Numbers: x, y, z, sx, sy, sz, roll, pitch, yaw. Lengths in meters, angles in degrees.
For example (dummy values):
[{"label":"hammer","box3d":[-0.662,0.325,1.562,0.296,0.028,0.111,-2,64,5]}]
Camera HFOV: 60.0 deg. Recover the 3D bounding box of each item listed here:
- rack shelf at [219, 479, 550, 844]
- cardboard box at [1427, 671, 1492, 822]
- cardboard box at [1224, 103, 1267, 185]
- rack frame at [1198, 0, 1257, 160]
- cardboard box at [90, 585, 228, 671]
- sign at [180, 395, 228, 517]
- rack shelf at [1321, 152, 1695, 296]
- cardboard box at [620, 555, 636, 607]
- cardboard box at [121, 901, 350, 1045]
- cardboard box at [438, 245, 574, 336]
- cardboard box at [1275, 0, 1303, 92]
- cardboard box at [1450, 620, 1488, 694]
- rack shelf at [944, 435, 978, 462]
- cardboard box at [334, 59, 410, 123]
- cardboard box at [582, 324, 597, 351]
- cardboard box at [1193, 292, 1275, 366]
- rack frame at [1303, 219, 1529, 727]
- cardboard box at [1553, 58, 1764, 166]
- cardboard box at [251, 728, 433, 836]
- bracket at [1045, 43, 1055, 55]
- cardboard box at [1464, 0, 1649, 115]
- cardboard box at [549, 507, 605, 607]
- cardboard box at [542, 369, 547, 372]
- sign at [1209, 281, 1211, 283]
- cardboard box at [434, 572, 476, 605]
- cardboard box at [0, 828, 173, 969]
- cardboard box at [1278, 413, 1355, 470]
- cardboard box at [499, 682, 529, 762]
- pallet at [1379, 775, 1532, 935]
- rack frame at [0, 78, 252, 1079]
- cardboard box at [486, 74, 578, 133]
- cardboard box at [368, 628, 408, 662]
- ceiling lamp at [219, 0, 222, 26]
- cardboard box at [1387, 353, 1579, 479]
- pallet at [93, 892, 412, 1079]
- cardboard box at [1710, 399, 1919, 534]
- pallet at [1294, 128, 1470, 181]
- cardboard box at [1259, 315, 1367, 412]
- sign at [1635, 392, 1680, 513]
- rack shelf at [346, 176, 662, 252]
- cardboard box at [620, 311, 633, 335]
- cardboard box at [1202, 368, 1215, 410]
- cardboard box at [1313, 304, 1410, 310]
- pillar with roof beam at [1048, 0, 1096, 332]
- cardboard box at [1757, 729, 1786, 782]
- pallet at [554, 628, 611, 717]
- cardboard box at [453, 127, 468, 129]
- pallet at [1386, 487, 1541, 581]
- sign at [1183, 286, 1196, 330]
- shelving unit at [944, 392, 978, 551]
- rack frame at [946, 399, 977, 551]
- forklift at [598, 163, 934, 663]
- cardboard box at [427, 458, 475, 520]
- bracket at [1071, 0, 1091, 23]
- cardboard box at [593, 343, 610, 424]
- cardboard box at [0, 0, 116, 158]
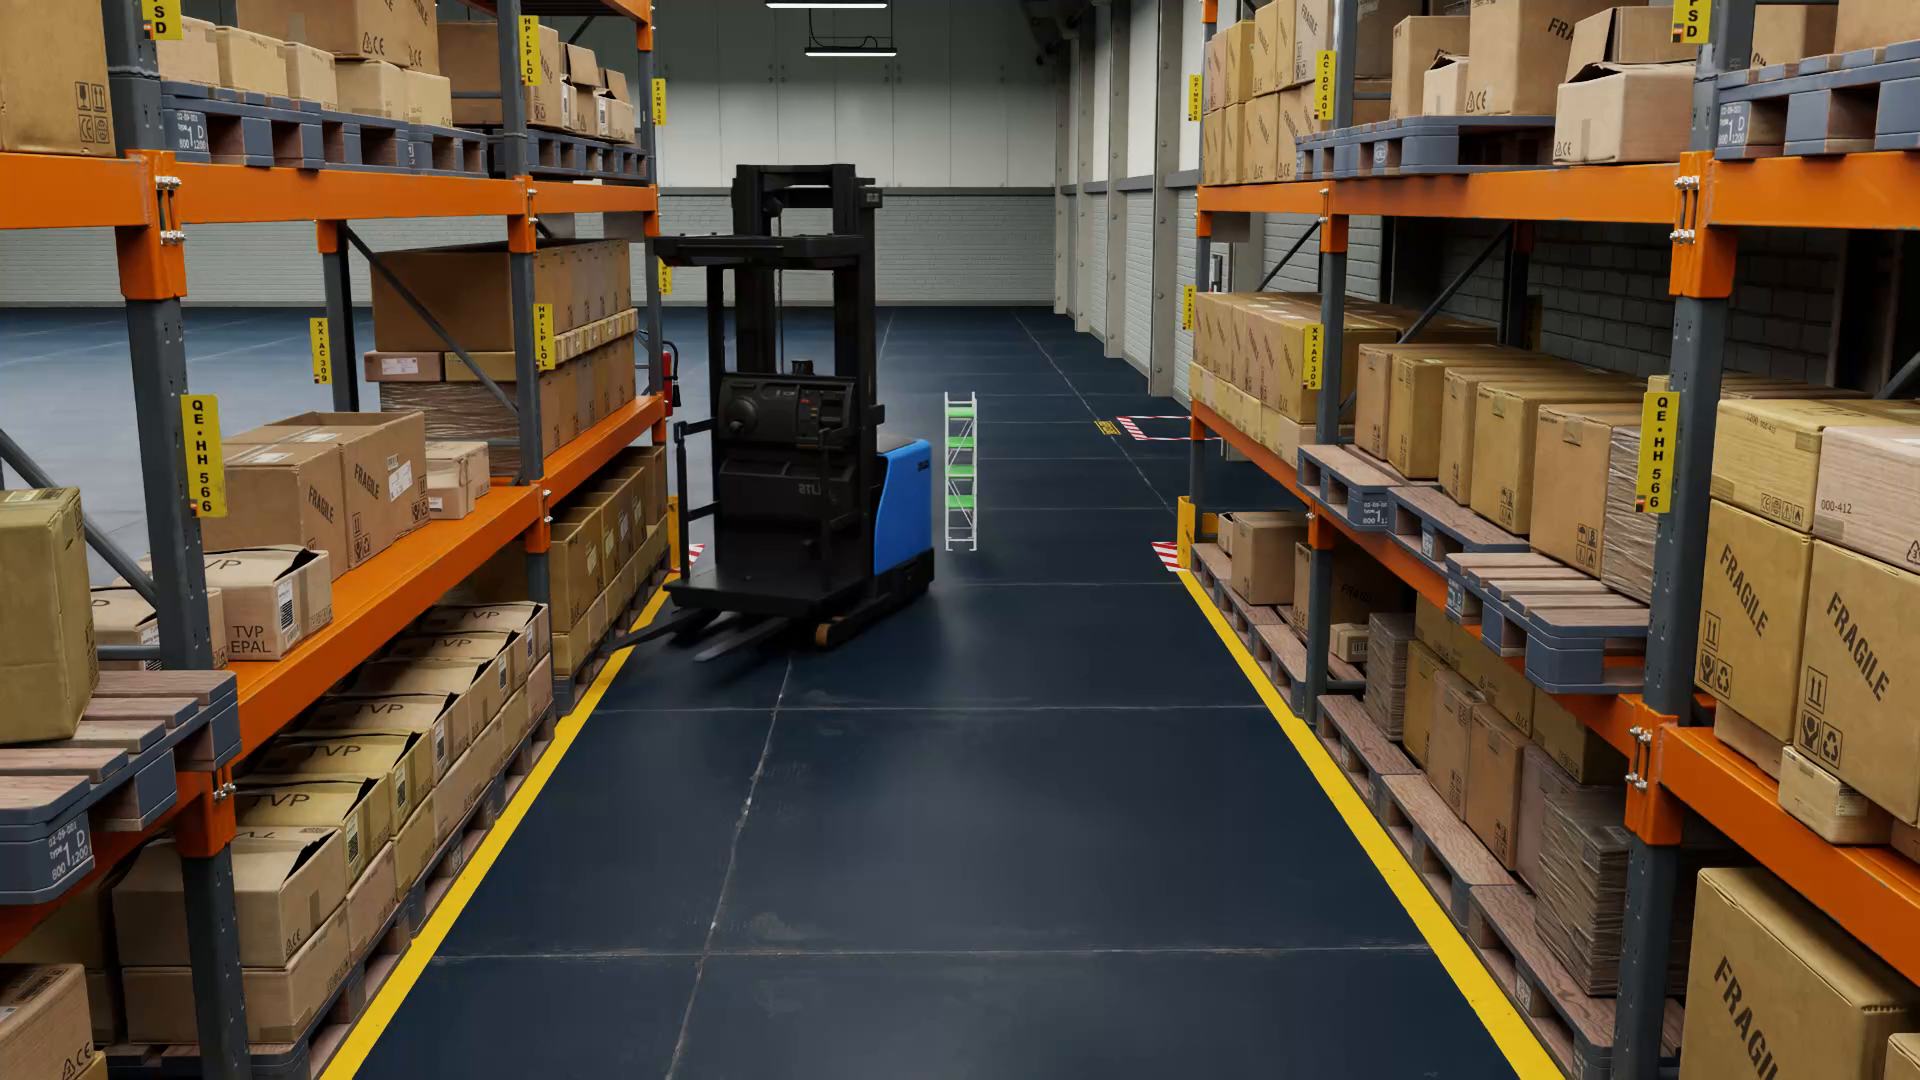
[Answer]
[{"label":"rack shelf","box3d":[-2.582,0.267,6.507,1.077,0.370,4.000,0,11,-1]},{"label":"cardboard box","box3d":[2.392,0.856,6.977,0.700,0.500,0.500,0,11,-1]},{"label":"cardboard box","box3d":[1.994,-2.550,10.739,0.500,0.500,0.500,0,11,1]},{"label":"rack frame","box3d":[2.247,-4.239,11.821,1.000,3.000,0.127,0,11,-1]},{"label":"cardboard box","box3d":[-2.505,0.284,4.842,0.500,0.311,0.500,0,11,2]},{"label":"sign","box3d":[-1.998,-0.220,4.388,0.100,0.325,0.005,0,11,-1]},{"label":"rack shelf","box3d":[2.370,-1.224,6.312,1.077,0.370,4.000,0,11,-1]},{"label":"cardboard box","box3d":[-2.357,0.267,10.557,0.500,0.250,0.500,0,11,-1]},{"label":"cardboard box","box3d":[-2.258,1.349,5.226,0.500,0.250,0.500,0,11,-1]},{"label":"cardboard box","box3d":[-2.660,-1.456,9.676,0.700,0.500,0.500,0,11,-1]},{"label":"cardboard box","box3d":[2.026,-2.731,9.114,0.500,0.500,0.500,0,11,2]},{"label":"cardboard box","box3d":[2.388,0.475,6.967,0.500,0.250,0.500,-1,11,-3]},{"label":"rack shelf","box3d":[0.003,-0.728,13.243,0.258,0.148,0.480,0,11,-1]},{"label":"cardboard box","box3d":[-2.606,-1.853,6.928,0.500,0.250,0.500,-1,12,-7]},{"label":"cardboard box","box3d":[-2.473,-1.261,10.349,0.380,0.149,0.250,0,11,-2]},{"label":"cardboard box","box3d":[1.956,-1.507,11.882,0.500,0.500,0.500,0,11,-1]},{"label":"rack frame","box3d":[2.329,-0.504,8.499,1.000,3.000,0.127,0,11,-1]},{"label":"cardboard box","box3d":[2.127,-1.287,4.988,0.500,0.311,0.500,0,11,-1]},{"label":"cardboard box","box3d":[-2.285,0.868,6.185,0.500,0.311,0.500,-1,11,-3]},{"label":"bracket","box3d":[2.160,-11.747,39.776,0.235,0.232,0.430,0,11,-1]},{"label":"cardboard box","box3d":[2.286,-1.875,6.403,0.500,0.500,0.500,-1,11,-3]},{"label":"cardboard box","box3d":[-2.338,0.099,9.502,0.500,0.500,0.500,0,11,-1]},{"label":"cardboard box","box3d":[-2.448,-1.005,9.086,0.380,0.149,0.250,-1,11,-3]},{"label":"sign","box3d":[3.072,-3.234,20.534,0.001,0.109,0.331,0,11,-1]},{"label":"cardboard box","box3d":[-2.850,0.101,9.492,0.500,0.500,0.500,0,11,-1]},{"label":"cardboard box","box3d":[-2.798,1.076,5.159,0.500,0.311,0.500,0,11,0]},{"label":"cardboard box","box3d":[2.016,-0.533,8.970,0.500,0.250,0.500,0,11,-1]},{"label":"cardboard box","box3d":[-2.316,0.841,7.730,0.500,0.250,0.500,0,11,-2]},{"label":"pallet","box3d":[2.375,1.261,6.815,1.003,0.211,1.213,0,11,-1]},{"label":"rack frame","box3d":[-2.541,0.312,4.475,1.000,3.000,0.127,0,11,-1]},{"label":"cardboard box","box3d":[-2.381,-2.392,9.078,0.500,0.311,0.500,-1,12,-4]},{"label":"cardboard box","box3d":[-2.859,0.567,7.670,0.500,0.311,0.500,0,11,-2]},{"label":"ceiling lamp","box3d":[-16.771,-12.080,35.789,2.000,3.185,0.800,0,11,-1]},{"label":"cardboard box","box3d":[2.310,-0.556,7.398,0.700,0.500,0.500,1,12,5]},{"label":"pallet","box3d":[-2.519,1.515,5.560,1.003,0.211,1.213,0,11,-1]},{"label":"cardboard box","box3d":[2.164,-0.184,3.985,0.500,0.250,0.500,0,11,0]},{"label":"pallet","box3d":[2.235,-1.759,7.612,1.213,0.211,1.003,0,11,-1]},{"label":"cardboard box","box3d":[1.994,-1.000,9.383,0.500,0.500,0.500,0,11,-1]},{"label":"sign","box3d":[1.869,-0.233,4.452,0.100,0.325,0.005,0,11,-1]},{"label":"rack shelf","box3d":[-2.665,-1.998,10.128,1.077,0.370,4.000,0,11,-1]},{"label":"cardboard box","box3d":[-2.501,-1.518,11.613,0.380,0.149,0.250,0,11,0]},{"label":"cardboard box","box3d":[1.964,-1.034,11.438,0.500,0.250,0.500,-1,11,-3]},{"label":"cardboard box","box3d":[2.495,-1.207,10.405,0.500,0.500,0.500,0,11,0]},{"label":"pillar with roof beam","box3d":[-1.674,-8.857,34.582,9.100,9.000,0.548,0,11,-1]},{"label":"cardboard box","box3d":[2.184,0.521,4.028,0.380,0.149,0.250,0,11,0]},{"label":"pallet","box3d":[-2.598,0.725,9.452,1.003,0.211,1.213,0,11,-1]},{"label":"cardboard box","box3d":[-2.922,-2.343,9.242,0.380,0.149,0.250,0,11,-1]},{"label":"pallet","box3d":[2.330,-0.008,6.537,1.003,0.211,1.213,0,11,-1]},{"label":"sign","box3d":[1.704,-1.721,12.321,0.100,0.325,0.005,0,11,-1]},{"label":"shelving unit","box3d":[0.003,-0.555,13.278,0.258,1.200,0.503,0,11,-1]},{"label":"rack frame","box3d":[0.008,-0.507,13.039,0.240,1.200,0.015,0,11,-1]},{"label":"forklift","box3d":[-1.187,-0.853,10.393,1.130,2.935,3.031,4,12,21]},{"label":"cardboard box","box3d":[-2.422,-0.243,7.550,0.396,0.266,0.258,-1,11,-3]},{"label":"bracket","box3d":[2.337,-10.042,31.373,0.076,0.066,4.783,0,11,-1]},{"label":"cardboard box","box3d":[-2.689,-1.031,10.845,0.700,0.500,0.500,0,11,-1]},{"label":"cardboard box","box3d":[-2.498,-1.120,3.740,0.910,0.500,0.500,0,11,-1]}]
